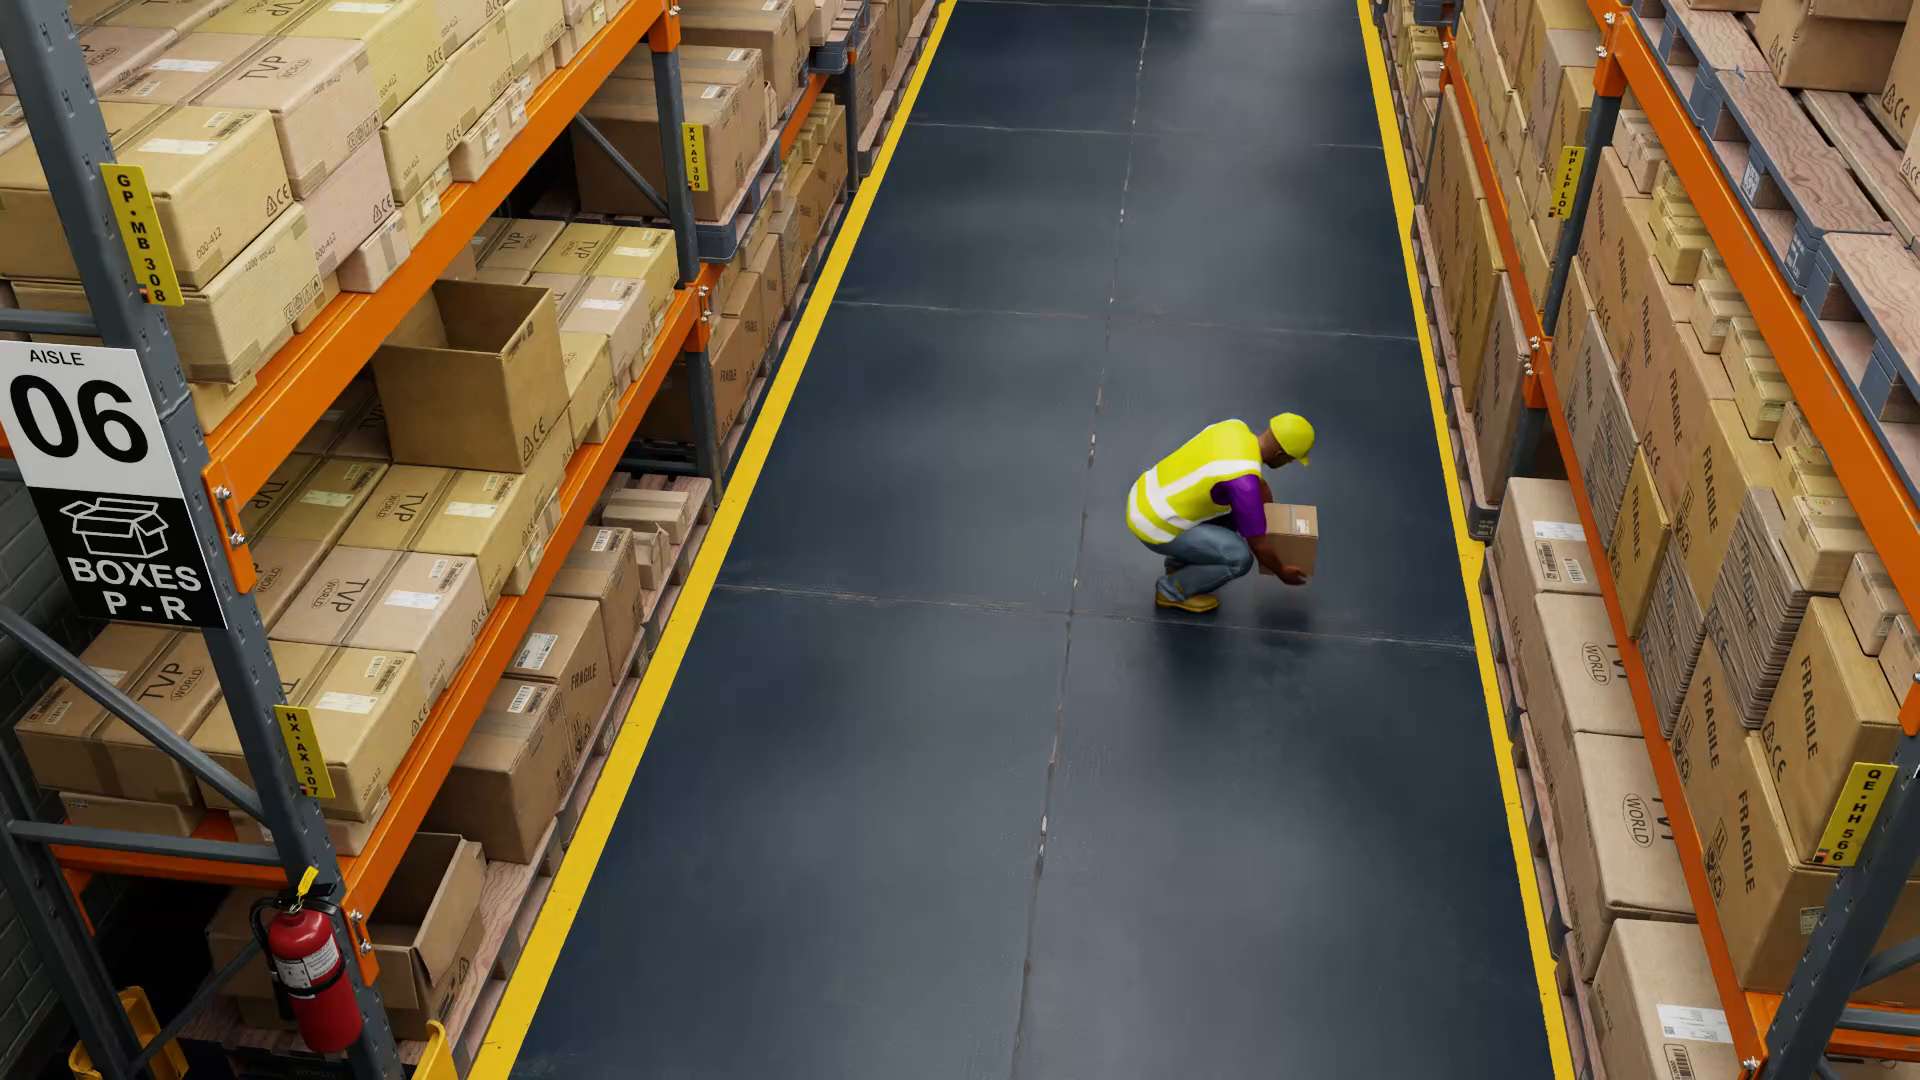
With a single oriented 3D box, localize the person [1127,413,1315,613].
[{"bbox_3d":[1.242,-0.170,7.918,0.885,0.997,0.588,4,36,6],"label":"person"}]
